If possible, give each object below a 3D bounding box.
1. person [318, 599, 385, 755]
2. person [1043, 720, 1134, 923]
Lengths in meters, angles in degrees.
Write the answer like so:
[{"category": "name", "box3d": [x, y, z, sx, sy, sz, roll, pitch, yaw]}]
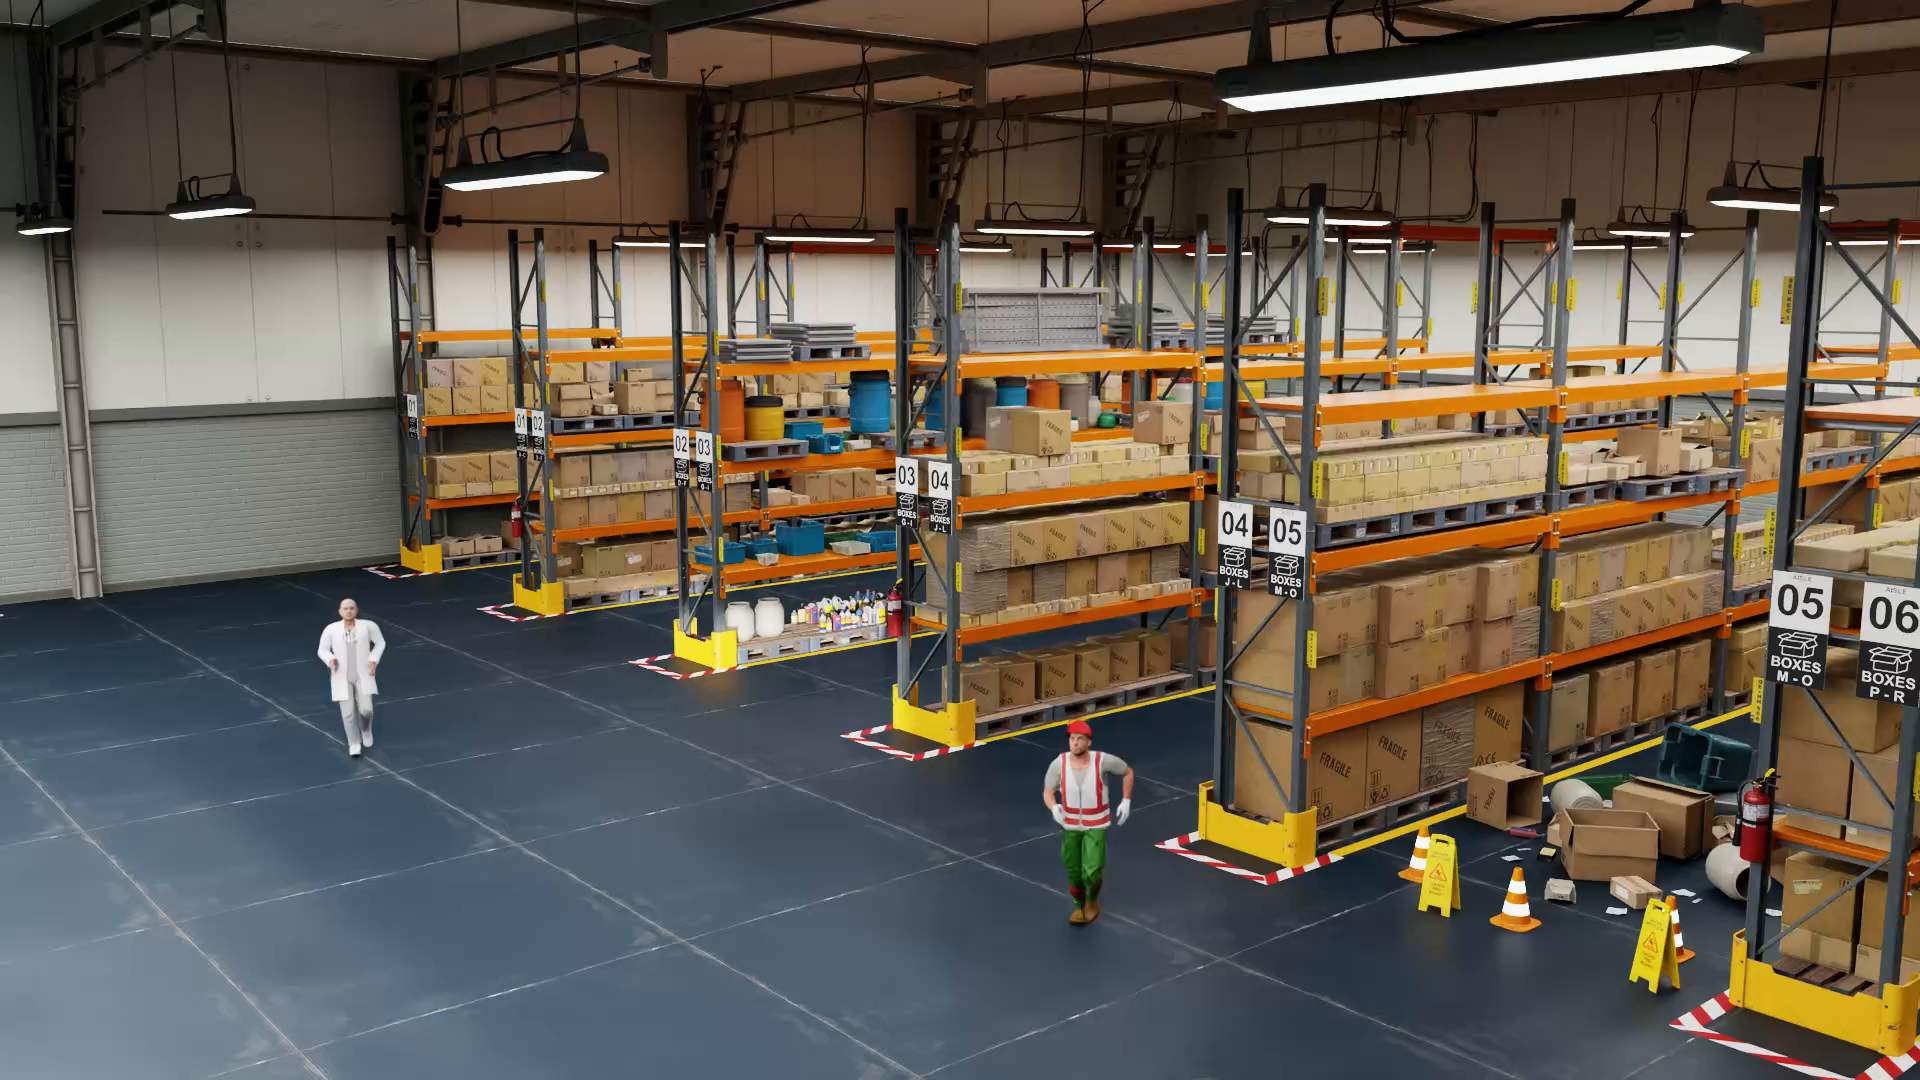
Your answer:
[{"category": "person", "box3d": [-6.671, 1.514, 18.278, 0.701, 1.720, 0.651, -3, 9, -19]}, {"category": "person", "box3d": [0.996, 2.280, 13.205, 0.685, 1.736, 0.781, 3, 9, 17]}]
